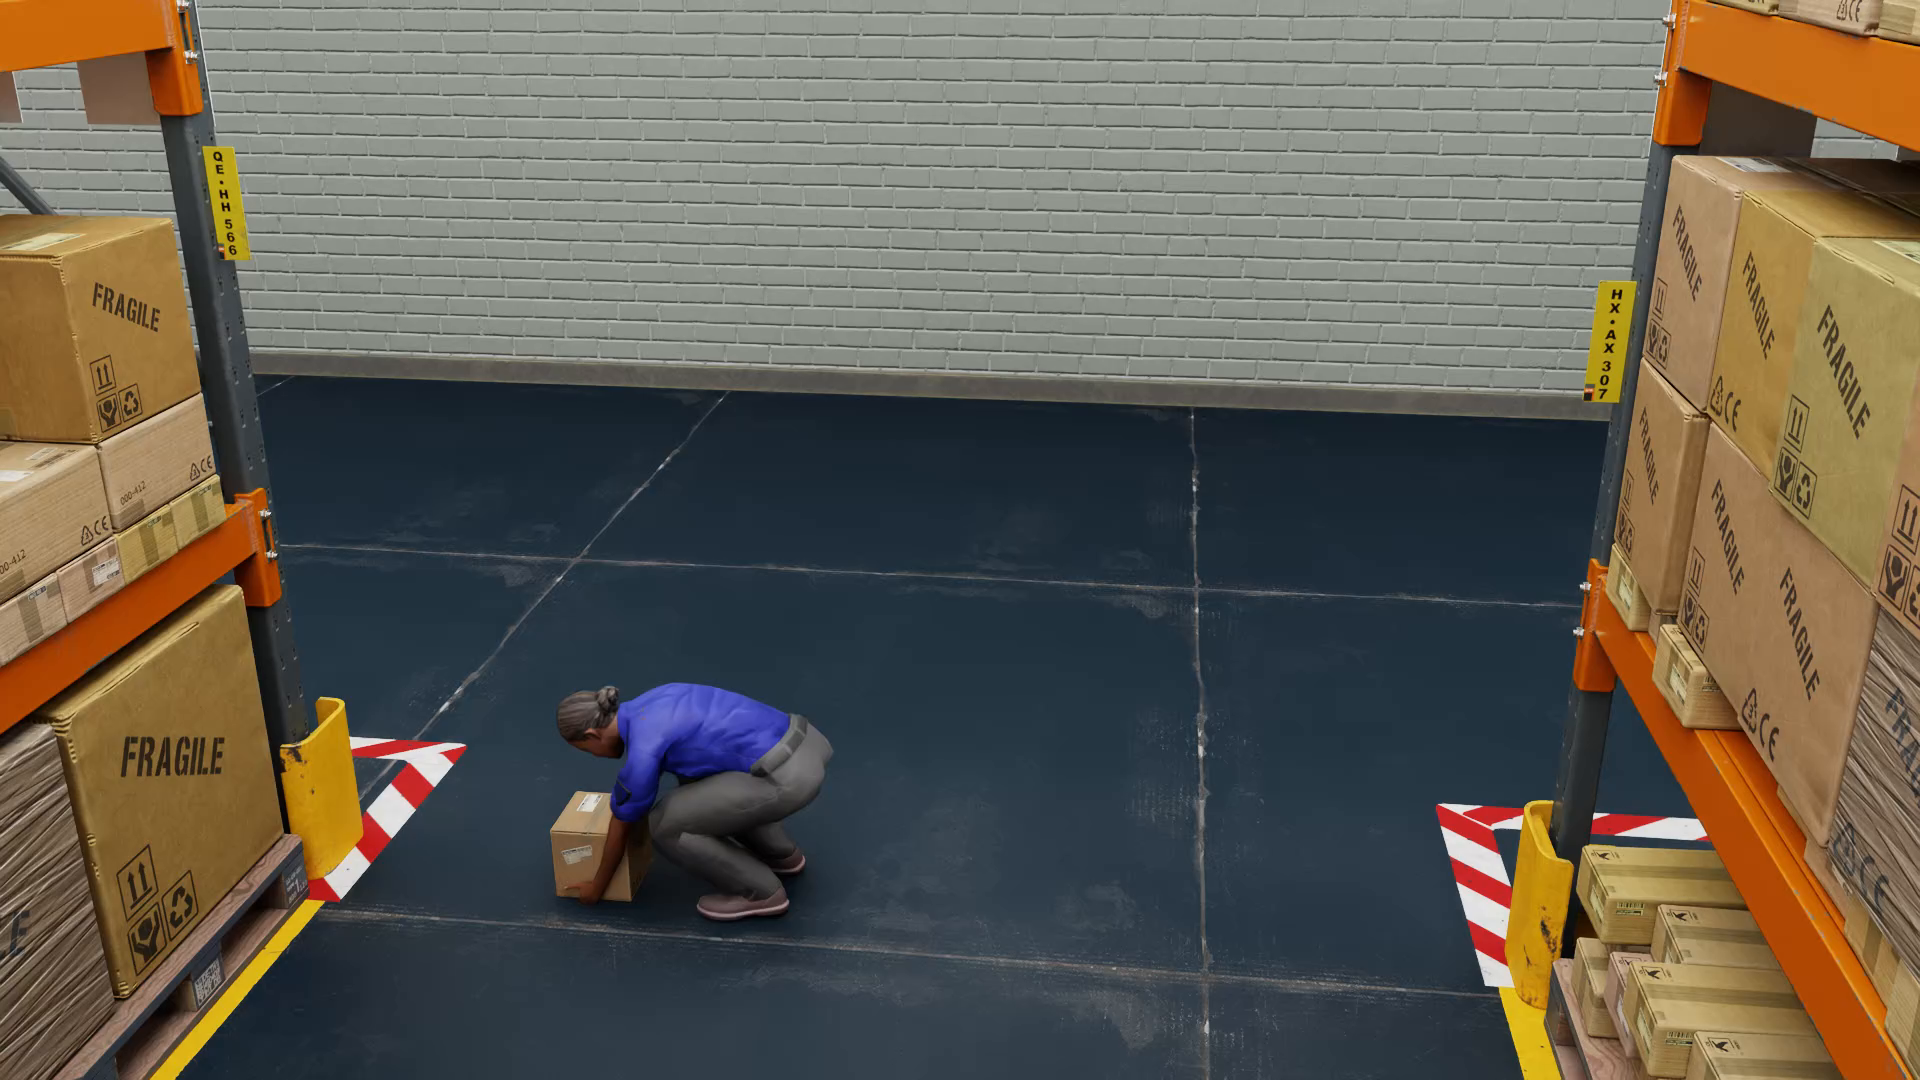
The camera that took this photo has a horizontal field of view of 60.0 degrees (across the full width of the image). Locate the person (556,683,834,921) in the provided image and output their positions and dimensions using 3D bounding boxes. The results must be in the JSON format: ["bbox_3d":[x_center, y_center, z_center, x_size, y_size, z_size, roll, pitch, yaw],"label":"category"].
[{"bbox_3d":[-0.841,0.806,5.324,0.858,0.745,0.459,2,21,5],"label":"person"}]
